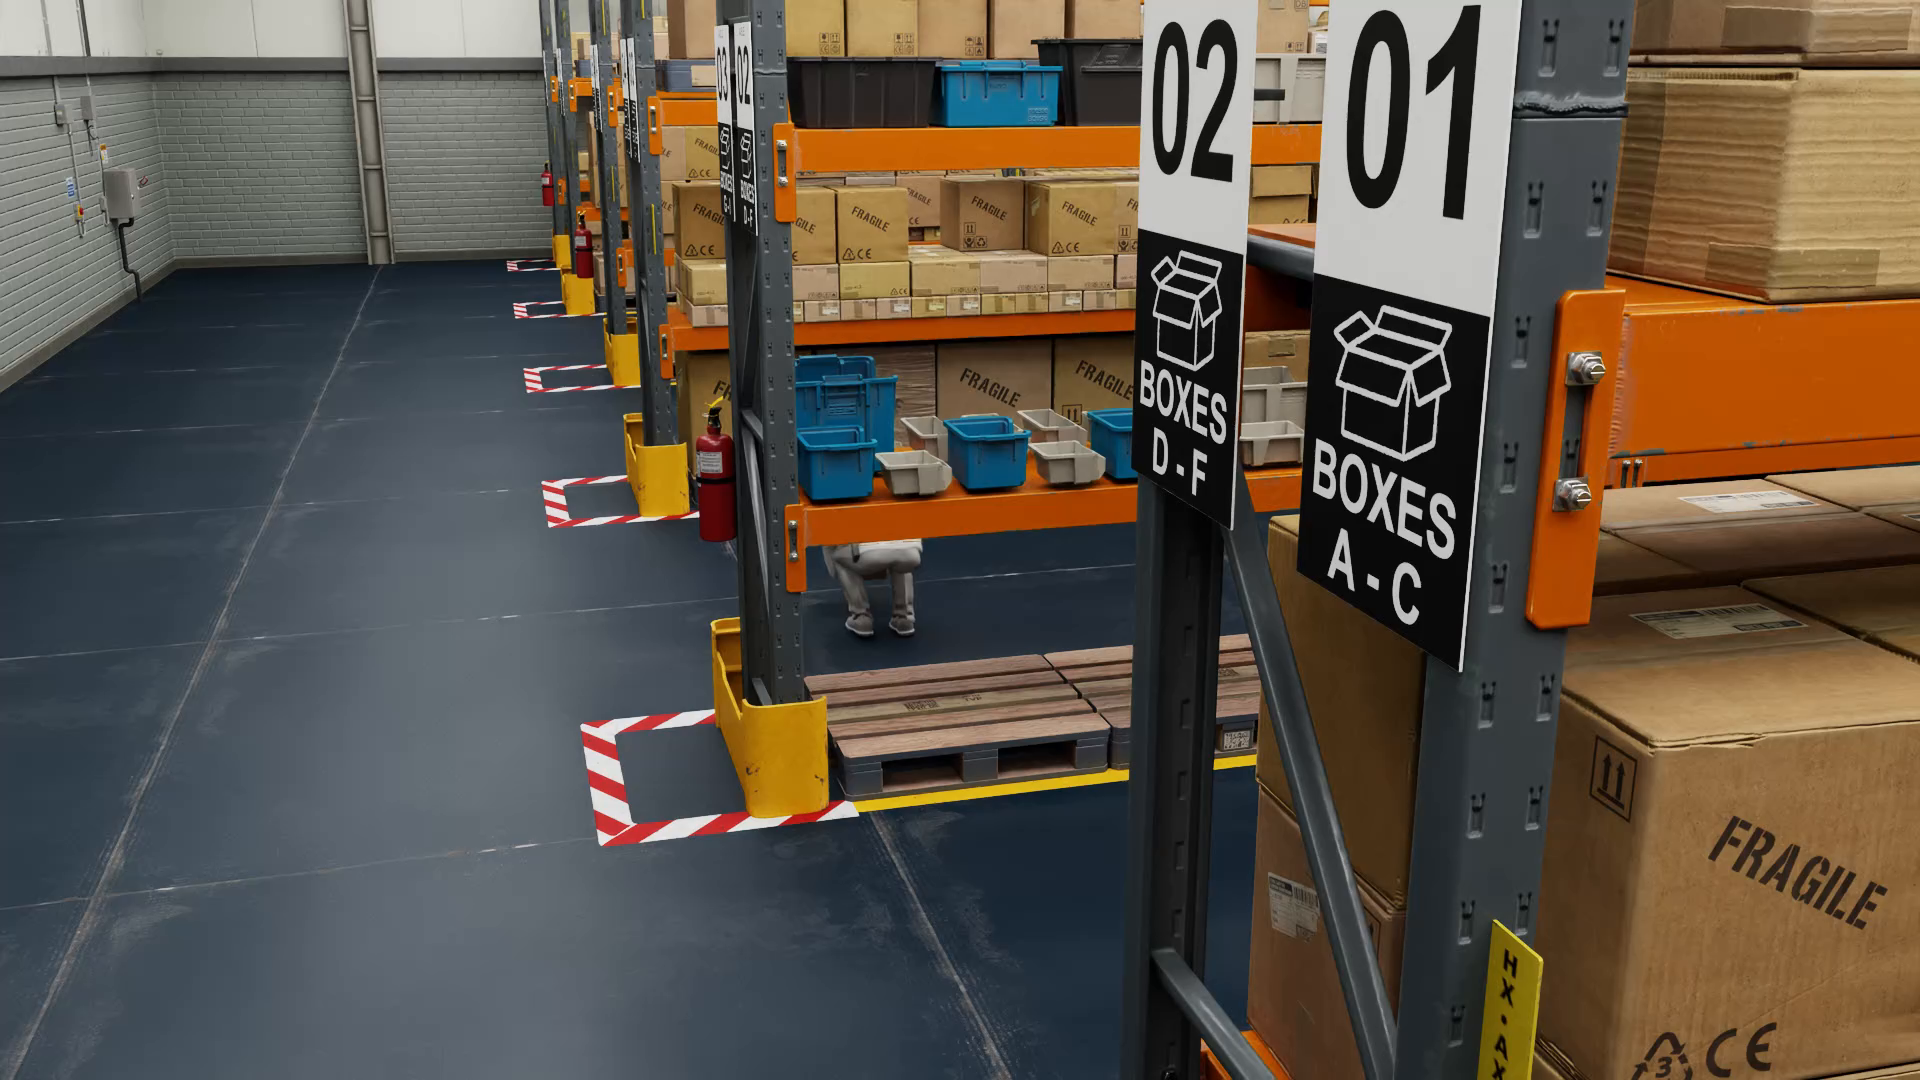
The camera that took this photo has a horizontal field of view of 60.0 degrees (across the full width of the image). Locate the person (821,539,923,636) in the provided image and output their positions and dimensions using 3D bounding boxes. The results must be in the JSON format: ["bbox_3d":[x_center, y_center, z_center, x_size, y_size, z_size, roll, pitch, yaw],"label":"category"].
[{"bbox_3d":[-0.499,0.000,9.204,0.498,1.020,0.819,-5,17,-15],"label":"person"}]
